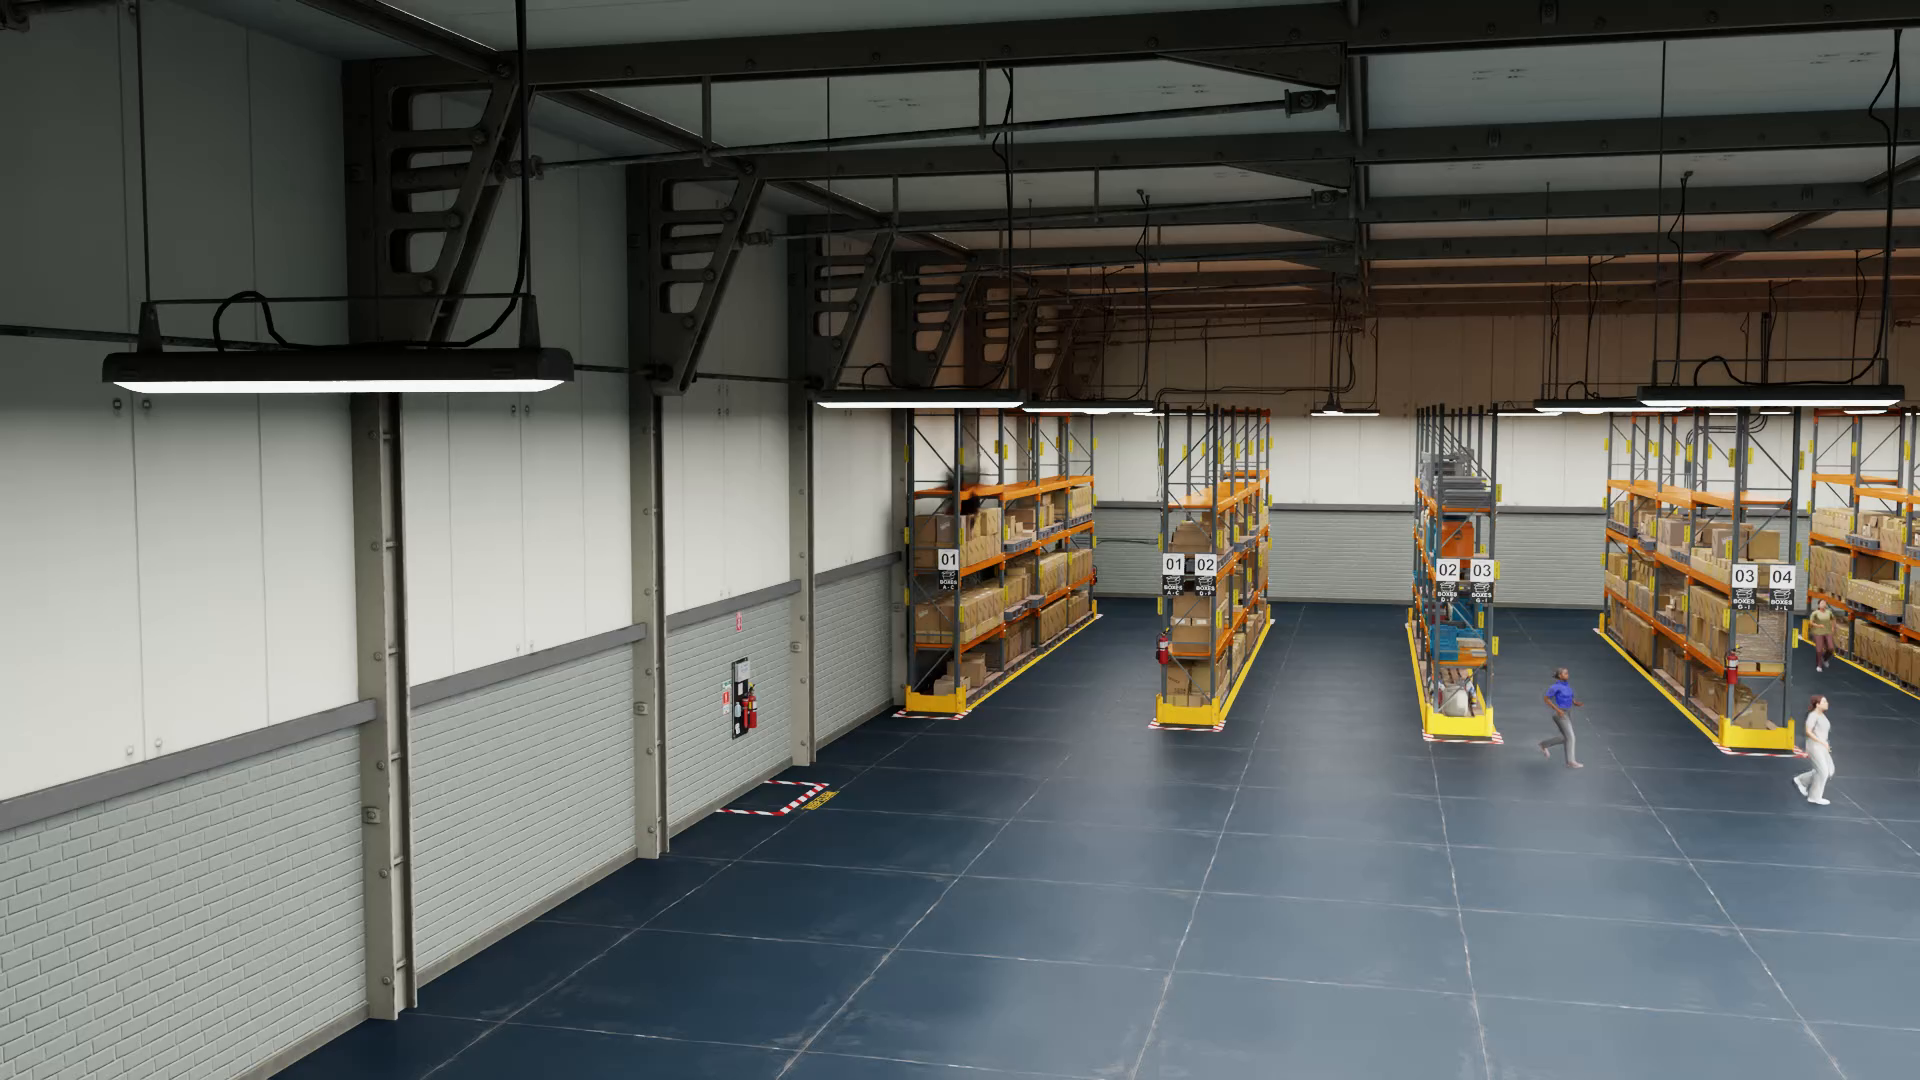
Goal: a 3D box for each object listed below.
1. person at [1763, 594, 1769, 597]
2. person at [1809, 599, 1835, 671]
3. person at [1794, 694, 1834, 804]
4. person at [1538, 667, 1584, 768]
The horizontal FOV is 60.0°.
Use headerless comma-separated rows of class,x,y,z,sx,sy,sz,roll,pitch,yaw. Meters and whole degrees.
person,20.535,1.859,42.530,0.566,1.550,0.525,1,4,10
person,19.606,2.160,37.747,0.592,1.646,0.551,1,4,10
person,12.715,3.103,24.770,0.565,1.635,0.582,4,6,44
person,9.917,2.907,27.459,0.588,1.622,0.834,-4,6,-44
